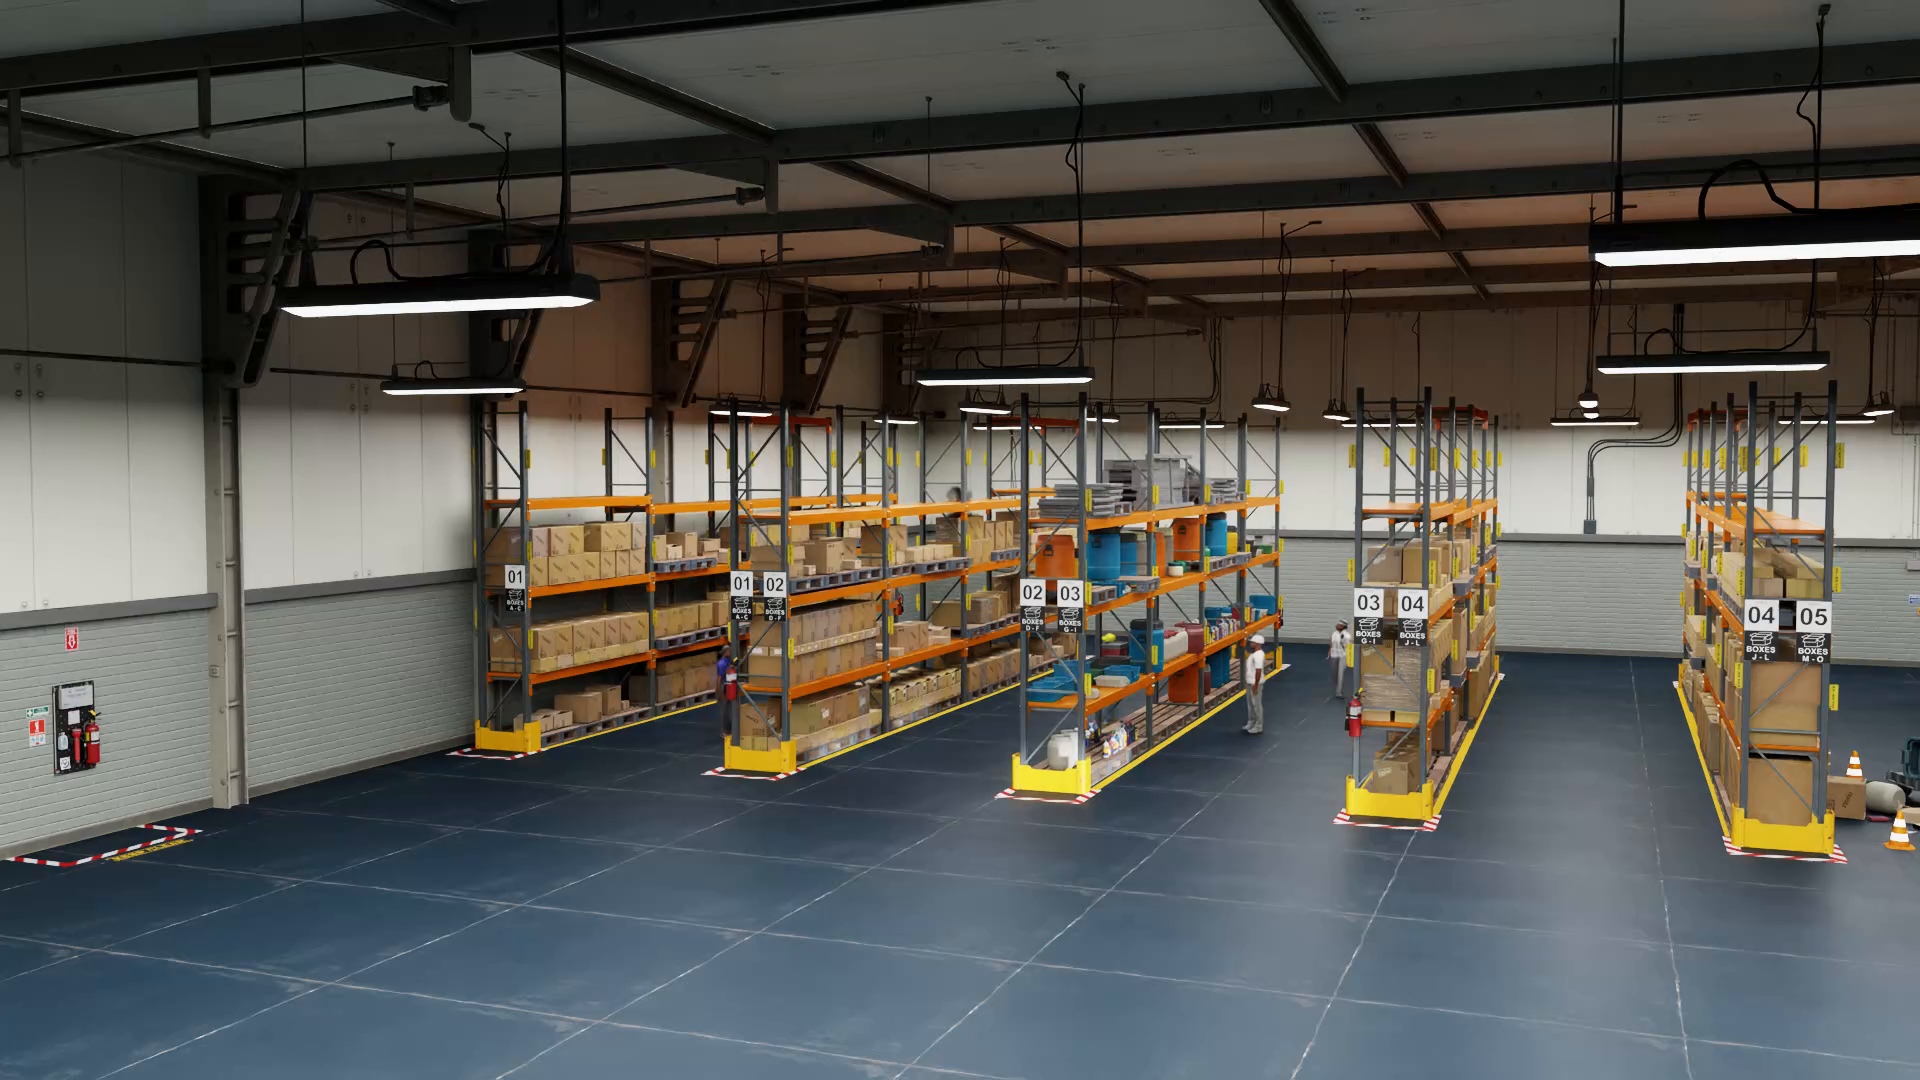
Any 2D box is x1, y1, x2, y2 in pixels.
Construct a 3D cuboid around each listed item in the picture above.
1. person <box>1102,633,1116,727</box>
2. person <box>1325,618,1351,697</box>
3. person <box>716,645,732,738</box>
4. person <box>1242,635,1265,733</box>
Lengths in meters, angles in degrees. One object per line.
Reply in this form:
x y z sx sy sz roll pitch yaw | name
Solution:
2.733 2.632 30.966 0.595 1.816 0.508 -2 3 -29 | person
8.025 2.467 35.129 0.558 1.651 0.928 1 3 26 | person
-4.211 2.760 29.983 0.334 1.740 0.524 1 3 23 | person
5.413 2.623 30.523 0.414 1.770 0.618 0 3 -10 | person
